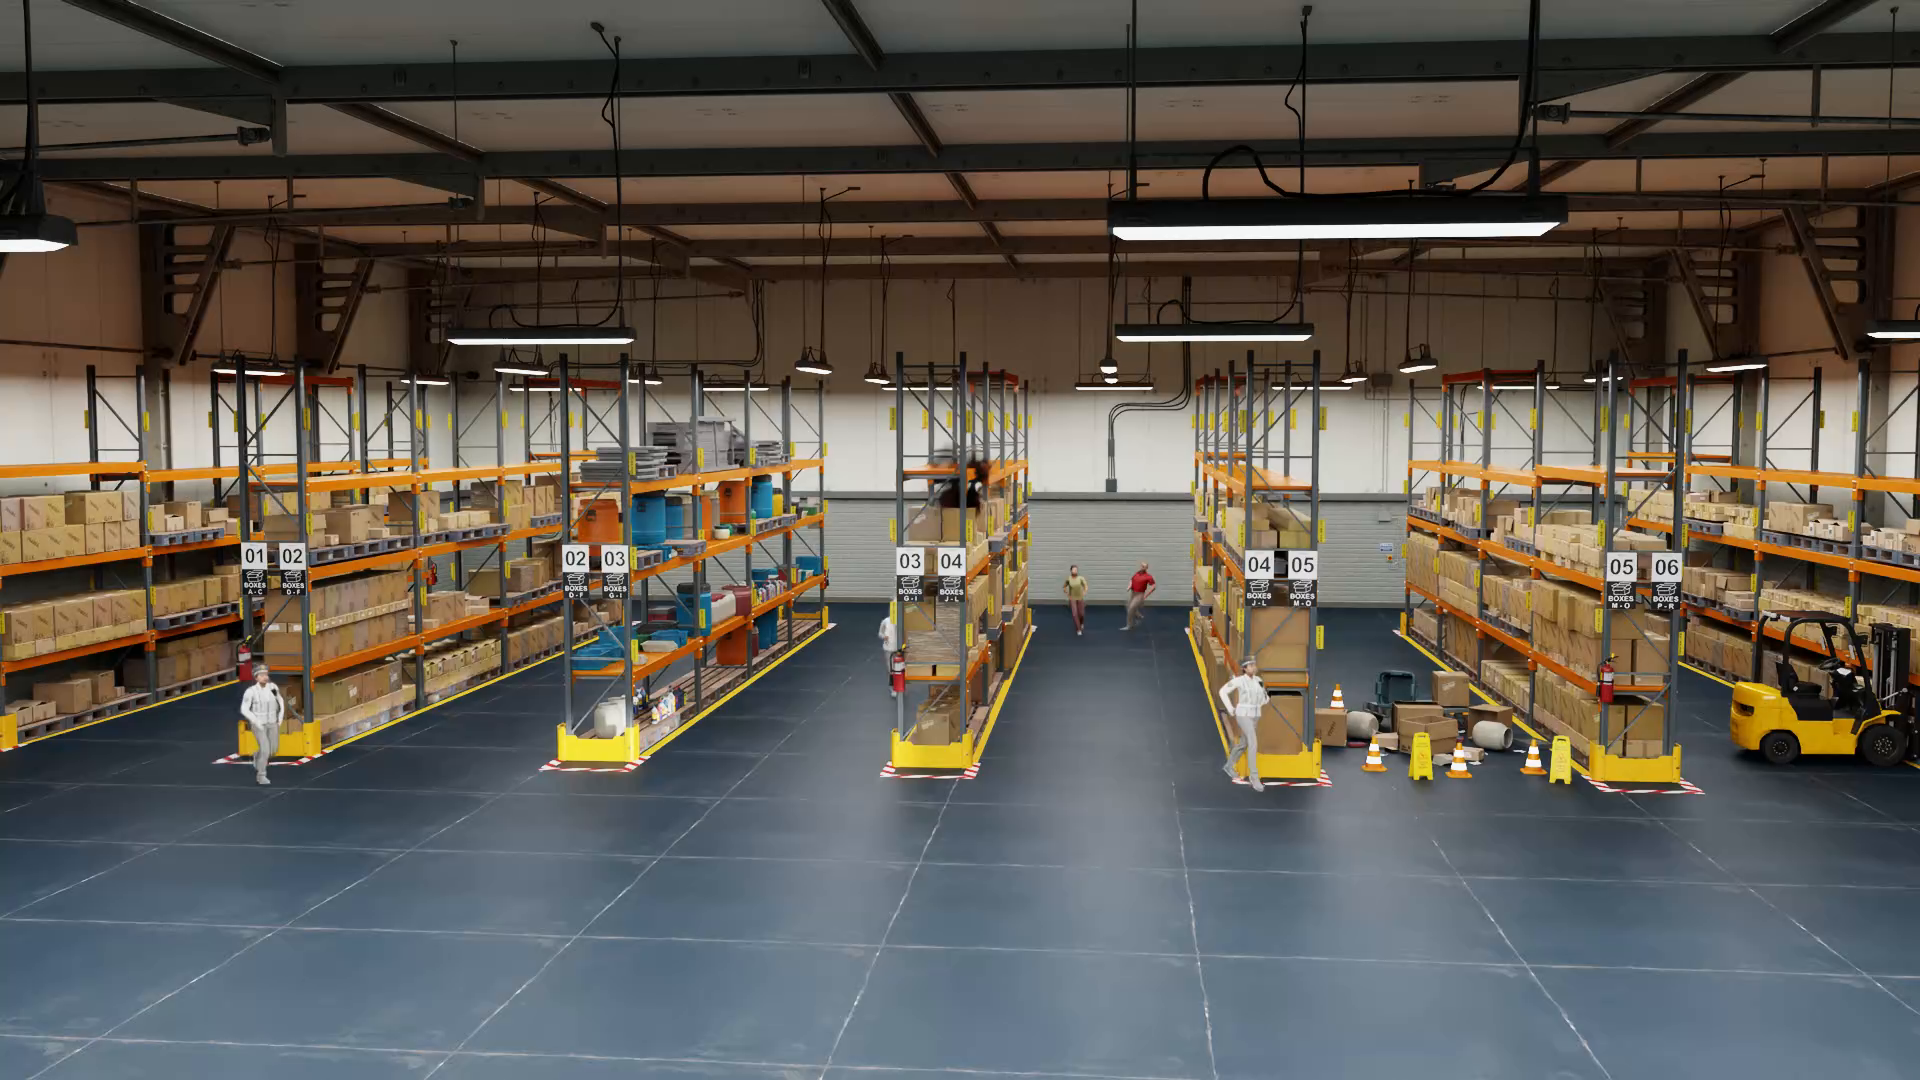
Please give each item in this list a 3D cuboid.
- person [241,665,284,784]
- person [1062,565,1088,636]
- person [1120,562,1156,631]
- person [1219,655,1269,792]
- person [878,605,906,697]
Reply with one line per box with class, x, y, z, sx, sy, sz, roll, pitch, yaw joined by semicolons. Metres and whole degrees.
person;-9.676;2.541;23.089;0.613;1.660;0.633;4;5;41
person;2.716;1.410;39.246;0.599;1.636;0.663;0;4;1
person;4.227;1.355;39.706;0.671;1.645;0.730;-3;5;-34
person;3.835;2.399;22.102;0.634;1.750;0.768;-4;5;-41
person;-1.161;1.989;30.065;0.647;1.735;0.602;0;4;-1
